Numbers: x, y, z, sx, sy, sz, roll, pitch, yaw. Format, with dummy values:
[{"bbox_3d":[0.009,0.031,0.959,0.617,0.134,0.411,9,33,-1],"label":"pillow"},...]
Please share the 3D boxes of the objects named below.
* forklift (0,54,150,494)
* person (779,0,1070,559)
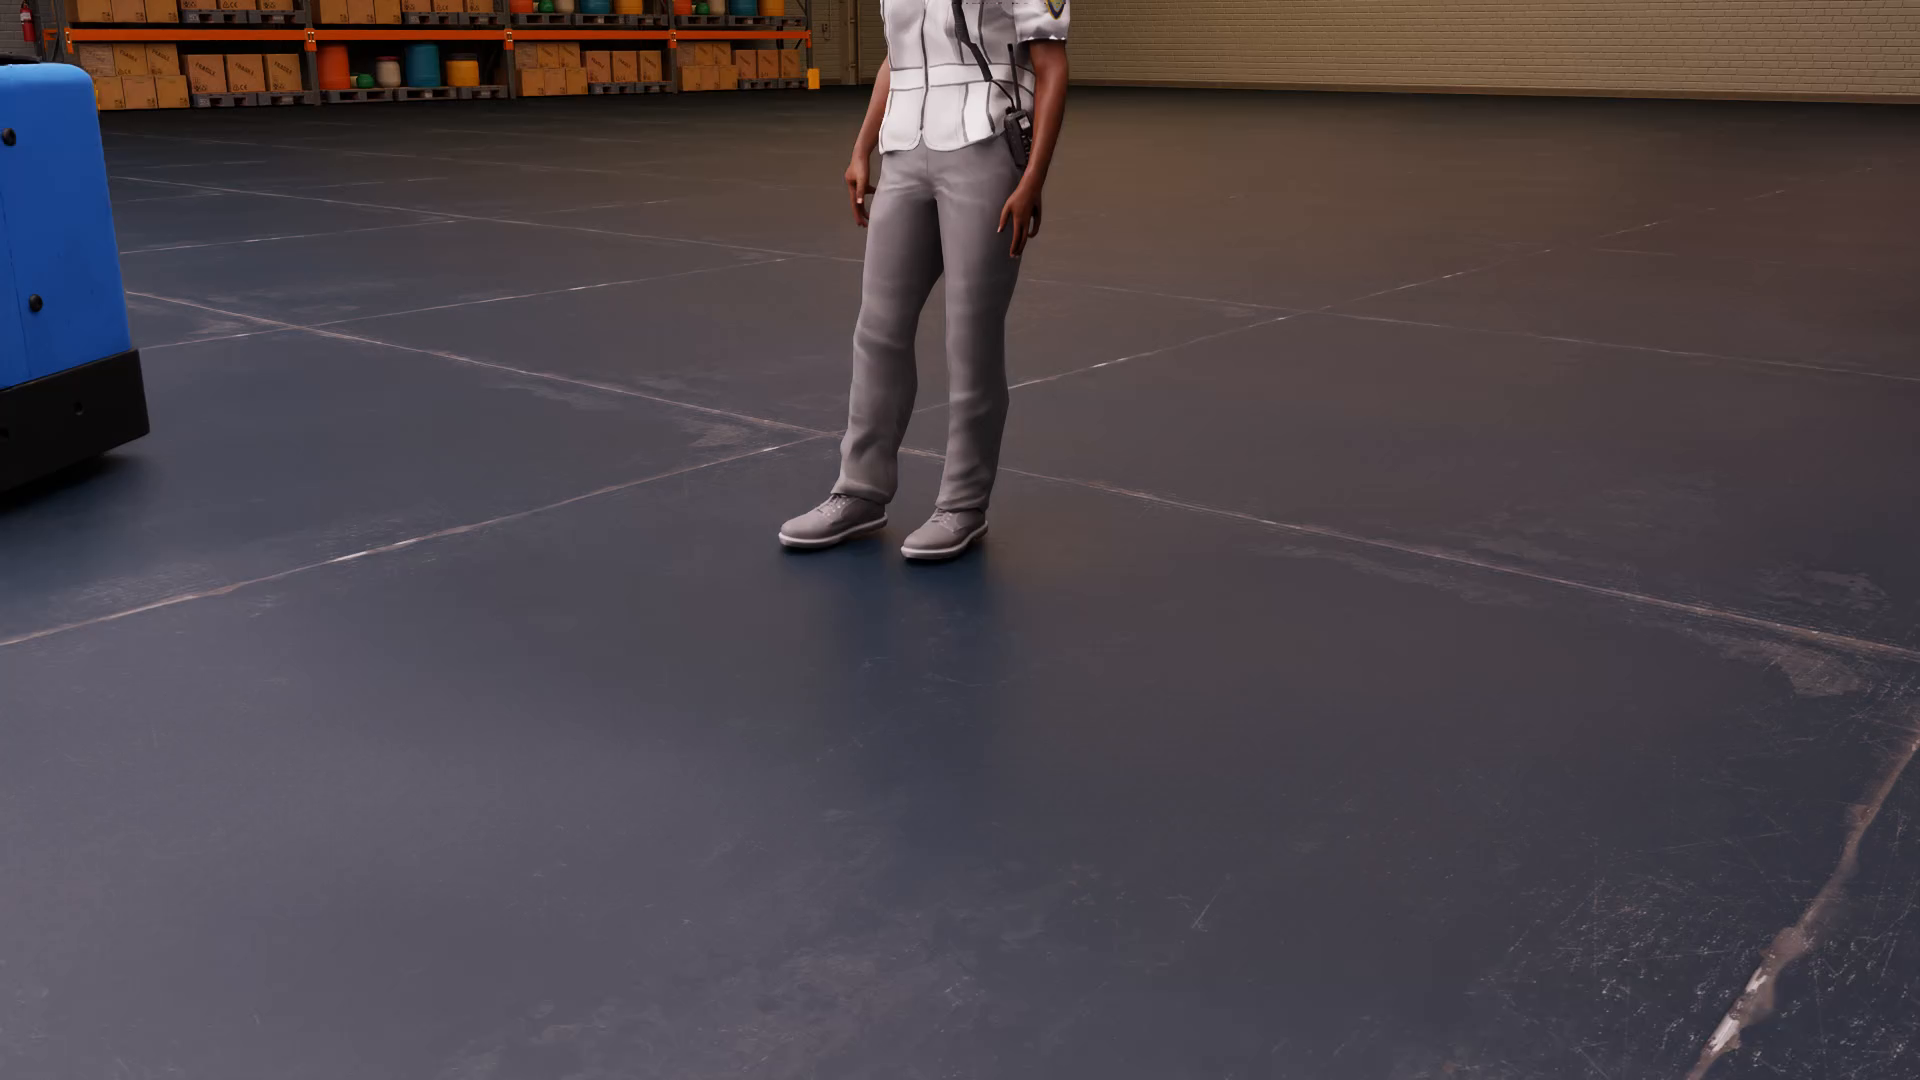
[{"bbox_3d":[-3.832,-1.549,3.999,3.031,2.935,1.130,2,17,6],"label":"forklift"},{"bbox_3d":[-0.063,-0.804,3.650,0.570,1.694,0.528,13,21,37],"label":"person"}]
